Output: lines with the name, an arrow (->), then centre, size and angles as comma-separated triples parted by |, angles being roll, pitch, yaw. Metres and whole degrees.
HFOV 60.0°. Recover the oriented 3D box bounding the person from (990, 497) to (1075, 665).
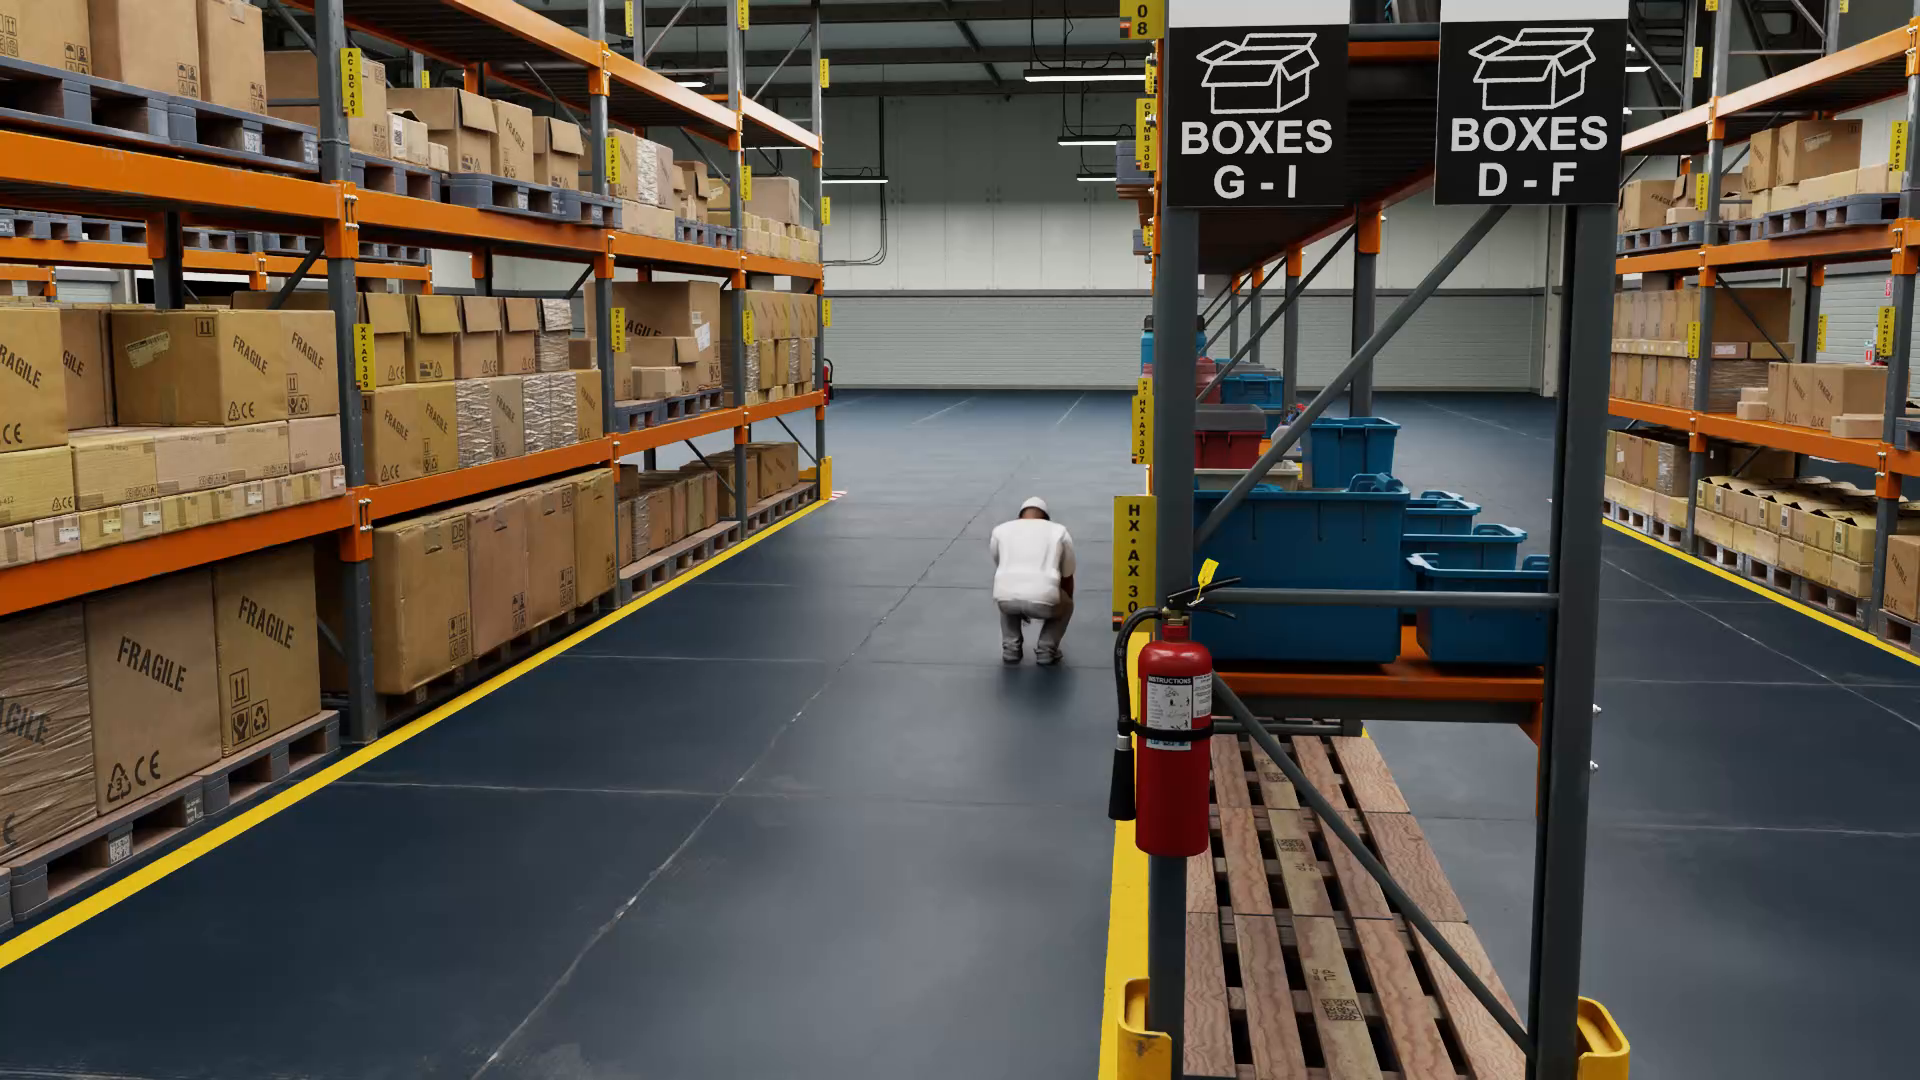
person -> 0.453, 0.250, 10.747 | 0.547, 1.007, 0.921 | 2, 8, 15
